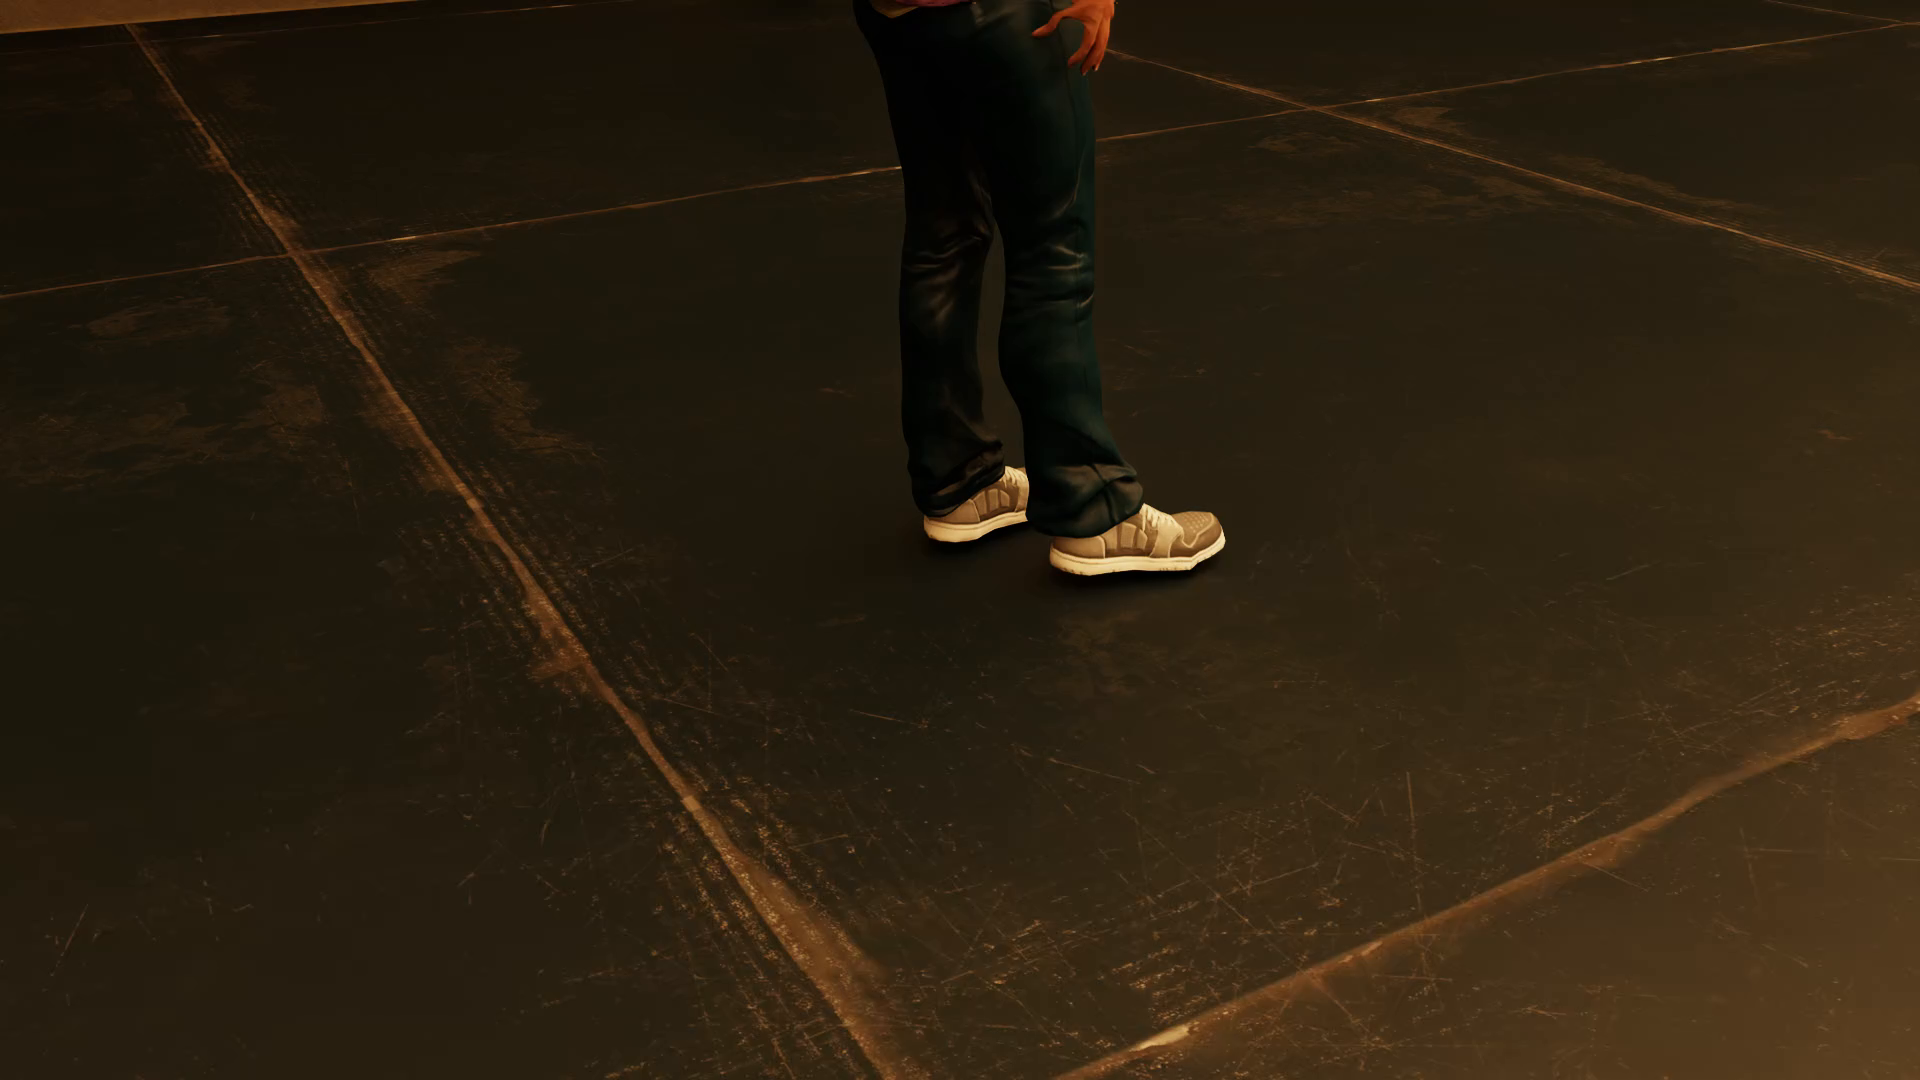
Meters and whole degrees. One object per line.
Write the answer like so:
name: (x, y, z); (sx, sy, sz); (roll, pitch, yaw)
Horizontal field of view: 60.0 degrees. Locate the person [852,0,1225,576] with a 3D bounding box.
person: (0.072, -0.730, 2.158); (0.473, 1.599, 0.521); (-15, 30, -26)
